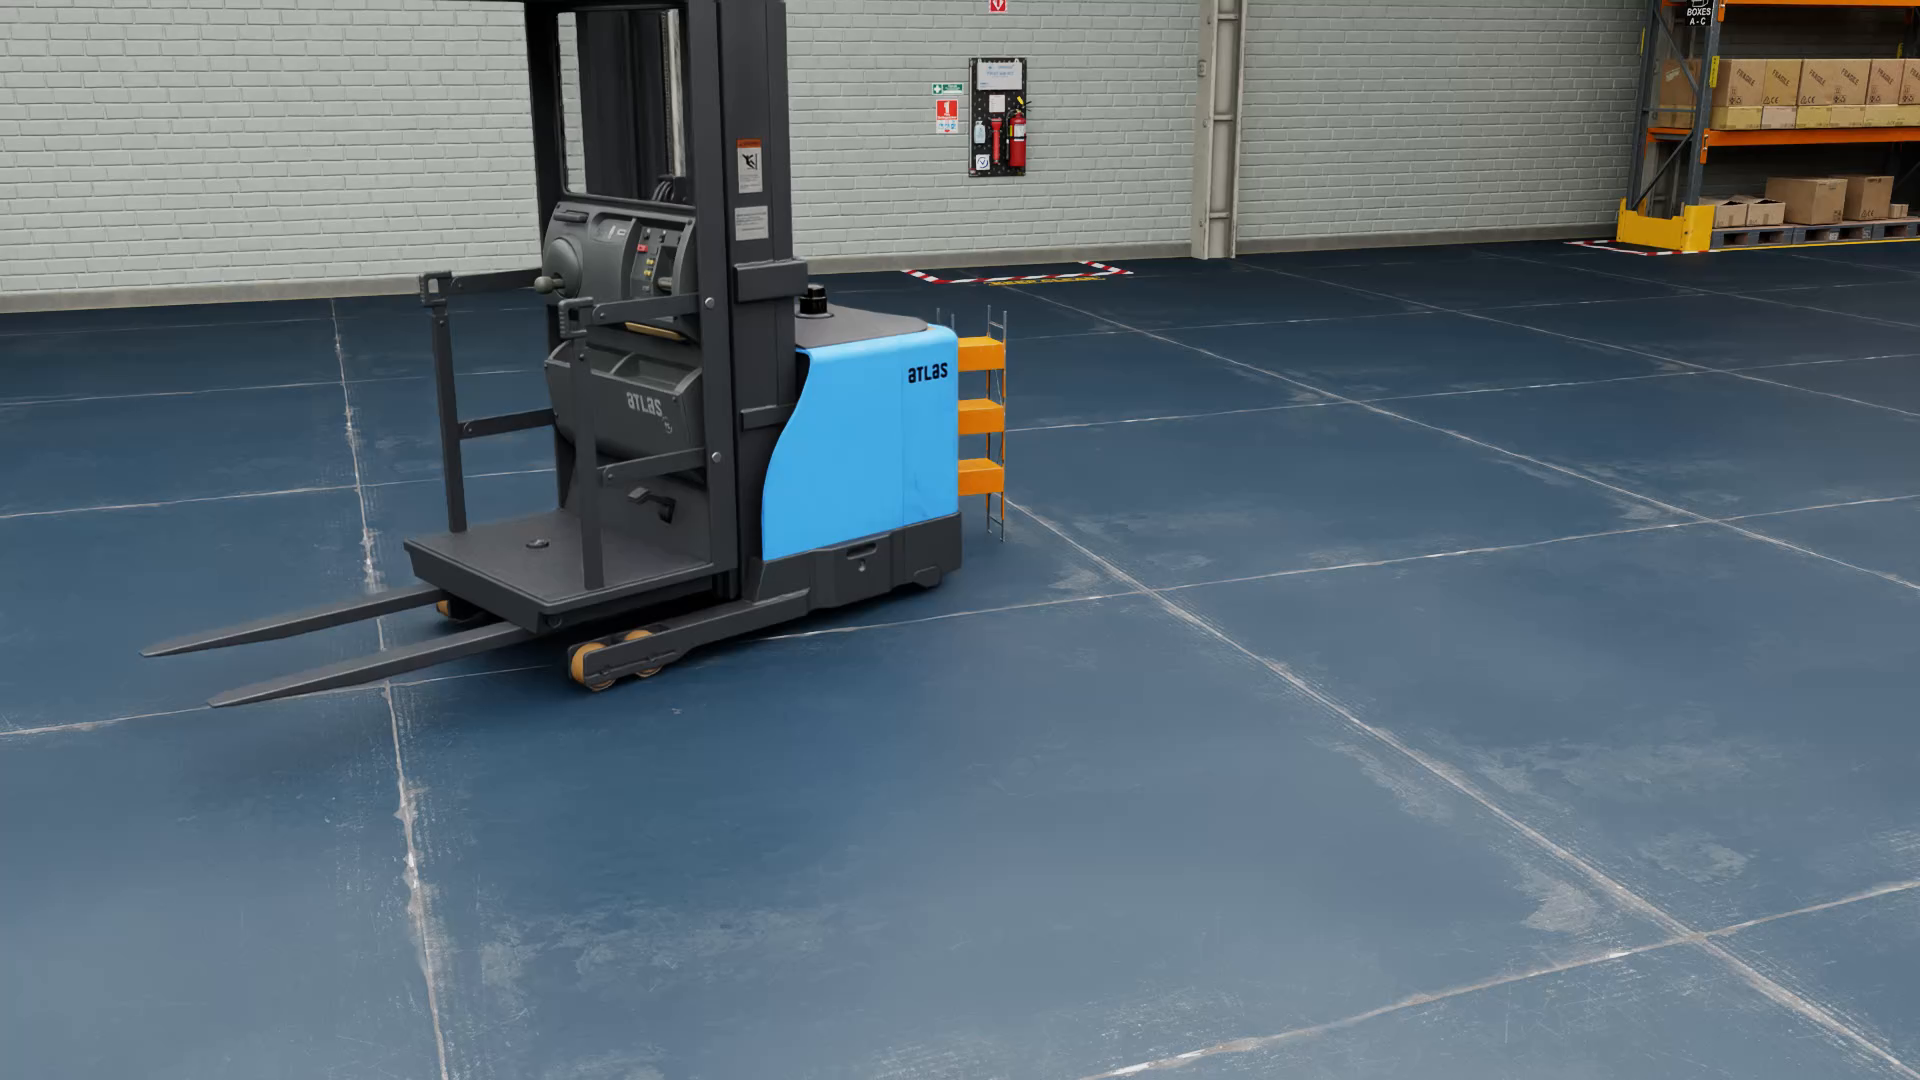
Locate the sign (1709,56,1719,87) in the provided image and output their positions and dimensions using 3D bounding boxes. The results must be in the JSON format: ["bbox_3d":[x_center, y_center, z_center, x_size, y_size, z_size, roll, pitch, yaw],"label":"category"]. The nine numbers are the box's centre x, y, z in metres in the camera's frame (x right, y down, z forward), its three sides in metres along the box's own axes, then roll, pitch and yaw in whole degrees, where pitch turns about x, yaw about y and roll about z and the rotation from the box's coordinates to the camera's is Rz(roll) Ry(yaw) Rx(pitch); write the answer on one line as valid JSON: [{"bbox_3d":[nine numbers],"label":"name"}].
[{"bbox_3d":[8.198,-5.093,18.082,0.005,0.325,0.100,-6,17,-20],"label":"sign"}]

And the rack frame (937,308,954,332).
[{"bbox_3d":[-0.064,-0.497,7.427,0.008,1.050,0.200,-6,17,-20],"label":"rack frame"}]

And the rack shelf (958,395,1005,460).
[{"bbox_3d":[0.050,-0.499,7.472,0.240,0.259,0.215,-6,17,-20],"label":"rack shelf"}]

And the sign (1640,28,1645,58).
[{"bbox_3d":[7.823,-5.676,18.986,0.005,0.325,0.100,-6,17,-20],"label":"sign"}]

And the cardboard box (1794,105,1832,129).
[{"bbox_3d":[9.530,-4.830,18.952,0.500,0.250,0.500,-6,18,-21],"label":"cardboard box"}]

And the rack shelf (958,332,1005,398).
[{"bbox_3d":[0.050,-0.771,7.392,0.240,0.259,0.215,-6,17,-20],"label":"rack shelf"}]

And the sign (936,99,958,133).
[{"bbox_3d":[-0.130,-4.263,16.728,0.234,0.329,0.001,-6,17,-20],"label":"sign"}]

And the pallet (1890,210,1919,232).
[{"bbox_3d":[12.465,-3.965,20.725,1.213,0.211,1.003,-6,17,-20],"label":"pallet"}]

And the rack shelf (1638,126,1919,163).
[{"bbox_3d":[9.871,-4.677,19.478,4.000,0.370,1.077,-6,17,-20],"label":"rack shelf"}]

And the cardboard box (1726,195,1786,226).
[{"bbox_3d":[9.214,-3.845,19.359,0.500,0.311,0.500,-5,17,-15],"label":"cardboard box"}]

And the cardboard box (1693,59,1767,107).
[{"bbox_3d":[8.557,-5.087,18.497,0.500,0.500,0.500,-6,17,-20],"label":"cardboard box"}]

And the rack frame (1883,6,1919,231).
[{"bbox_3d":[11.738,-5.224,20.063,0.127,3.000,1.000,-6,17,-20],"label":"rack frame"}]

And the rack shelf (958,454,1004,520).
[{"bbox_3d":[0.050,-0.232,7.550,0.240,0.259,0.215,-6,17,-20],"label":"rack shelf"}]

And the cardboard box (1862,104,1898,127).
[{"bbox_3d":[10.472,-4.931,19.297,0.500,0.250,0.500,-6,17,-20],"label":"cardboard box"}]

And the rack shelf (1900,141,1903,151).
[{"bbox_3d":[13.606,-5.080,20.851,4.000,0.370,1.077,-6,17,-20],"label":"rack shelf"}]

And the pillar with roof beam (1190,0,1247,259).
[{"bbox_3d":[4.285,-6.259,12.943,0.400,9.000,9.100,-6,17,-20],"label":"pillar with roof beam"}]

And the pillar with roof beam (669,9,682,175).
[{"bbox_3d":[-1.318,-5.655,10.883,0.400,9.000,9.100,-6,17,-20],"label":"pillar with roof beam"}]

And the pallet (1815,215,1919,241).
[{"bbox_3d":[11.124,-3.809,20.194,1.213,0.211,1.003,-6,17,-20],"label":"pallet"}]

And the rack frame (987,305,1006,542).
[{"bbox_3d":[0.164,-0.521,7.511,0.008,1.050,0.200,-6,17,-20],"label":"rack frame"}]

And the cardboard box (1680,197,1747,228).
[{"bbox_3d":[8.682,-3.788,19.164,0.500,0.311,0.500,-8,18,-26],"label":"cardboard box"}]

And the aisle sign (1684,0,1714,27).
[{"bbox_3d":[8.043,-5.982,18.030,0.004,0.787,0.394,-6,17,-20],"label":"aisle sign"}]

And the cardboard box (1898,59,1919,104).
[{"bbox_3d":[10.944,-5.340,19.360,0.500,0.500,0.500,-6,17,-20],"label":"cardboard box"}]

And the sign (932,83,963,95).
[{"bbox_3d":[-0.122,-4.515,16.647,0.331,0.109,0.001,-6,17,-20],"label":"sign"}]

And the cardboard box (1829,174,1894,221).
[{"bbox_3d":[10.784,-4.120,19.961,0.500,0.500,0.500,-8,18,-24],"label":"cardboard box"}]

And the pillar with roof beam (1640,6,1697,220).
[{"bbox_3d":[9.888,-6.864,15.003,0.400,9.000,9.100,-6,17,-20],"label":"pillar with roof beam"}]

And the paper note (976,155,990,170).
[{"bbox_3d":[0.233,-3.852,16.956,0.142,0.148,0.016,-6,17,-20],"label":"paper note"}]

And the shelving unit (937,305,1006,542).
[{"bbox_3d":[0.050,-0.509,7.469,0.252,1.050,0.215,-6,17,-20],"label":"shelving unit"}]

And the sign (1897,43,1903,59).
[{"bbox_3d":[11.537,-5.925,20.396,0.005,0.325,0.100,-6,17,-20],"label":"sign"}]

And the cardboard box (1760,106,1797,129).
[{"bbox_3d":[9.052,-4.780,18.782,0.500,0.250,0.500,-7,18,-22],"label":"cardboard box"}]

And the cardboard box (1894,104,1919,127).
[{"bbox_3d":[10.936,-4.986,19.484,0.500,0.250,0.500,-6,17,-20],"label":"cardboard box"}]

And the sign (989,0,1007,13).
[{"bbox_3d":[0.380,-5.412,16.591,0.199,0.298,0.001,-6,17,-20],"label":"sign"}]

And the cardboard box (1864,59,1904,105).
[{"bbox_3d":[10.470,-5.292,19.197,0.500,0.500,0.500,-7,18,-22],"label":"cardboard box"}]

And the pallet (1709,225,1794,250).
[{"bbox_3d":[8.846,-3.563,19.356,1.213,0.211,1.003,-6,17,-20],"label":"pallet"}]

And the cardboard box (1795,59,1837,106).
[{"bbox_3d":[9.506,-5.185,18.830,0.500,0.500,0.500,-7,18,-22],"label":"cardboard box"}]

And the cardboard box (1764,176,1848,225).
[{"bbox_3d":[9.917,-3.997,19.540,0.500,0.500,0.700,-7,18,-24],"label":"cardboard box"}]

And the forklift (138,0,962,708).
[{"bbox_3d":[-1.410,-1.045,5.955,3.031,2.935,1.130,-15,22,-41],"label":"forklift"}]

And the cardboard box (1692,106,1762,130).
[{"bbox_3d":[8.573,-4.724,18.591,0.500,0.250,0.500,-7,18,-22],"label":"cardboard box"}]

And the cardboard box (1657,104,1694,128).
[{"bbox_3d":[8.370,-4.856,19.042,0.500,0.250,0.500,-6,17,-19],"label":"cardboard box"}]

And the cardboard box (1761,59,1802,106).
[{"bbox_3d":[9.022,-5.134,18.658,0.500,0.500,0.500,-6,17,-20],"label":"cardboard box"}]

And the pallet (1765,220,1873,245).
[{"bbox_3d":[9.983,-3.685,19.771,1.213,0.211,1.003,-6,17,-20],"label":"pallet"}]

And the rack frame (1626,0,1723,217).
[{"bbox_3d":[8.003,-4.820,18.690,0.127,3.000,1.000,-6,17,-20],"label":"rack frame"}]

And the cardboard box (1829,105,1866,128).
[{"bbox_3d":[10.003,-4.880,19.123,0.500,0.250,0.500,-6,17,-20],"label":"cardboard box"}]

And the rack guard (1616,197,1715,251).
[{"bbox_3d":[8.074,-3.629,19.068,0.348,0.500,1.175,-6,17,-20],"label":"rack guard"}]

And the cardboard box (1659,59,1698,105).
[{"bbox_3d":[8.367,-5.221,18.955,0.500,0.500,0.500,-6,18,-21],"label":"cardboard box"}]

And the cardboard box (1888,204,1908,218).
[{"bbox_3d":[11.250,-4.014,20.190,0.250,0.166,0.380,-9,18,-27],"label":"cardboard box"}]

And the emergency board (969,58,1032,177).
[{"bbox_3d":[0.423,-4.275,16.831,0.643,1.169,0.194,-6,17,-20],"label":"emergency board"}]

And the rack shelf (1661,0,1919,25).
[{"bbox_3d":[9.871,-6.116,19.055,4.000,0.370,1.077,-6,17,-20],"label":"rack shelf"}]

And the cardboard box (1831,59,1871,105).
[{"bbox_3d":[9.984,-5.240,19.017,0.500,0.500,0.500,-6,17,-18],"label":"cardboard box"}]
